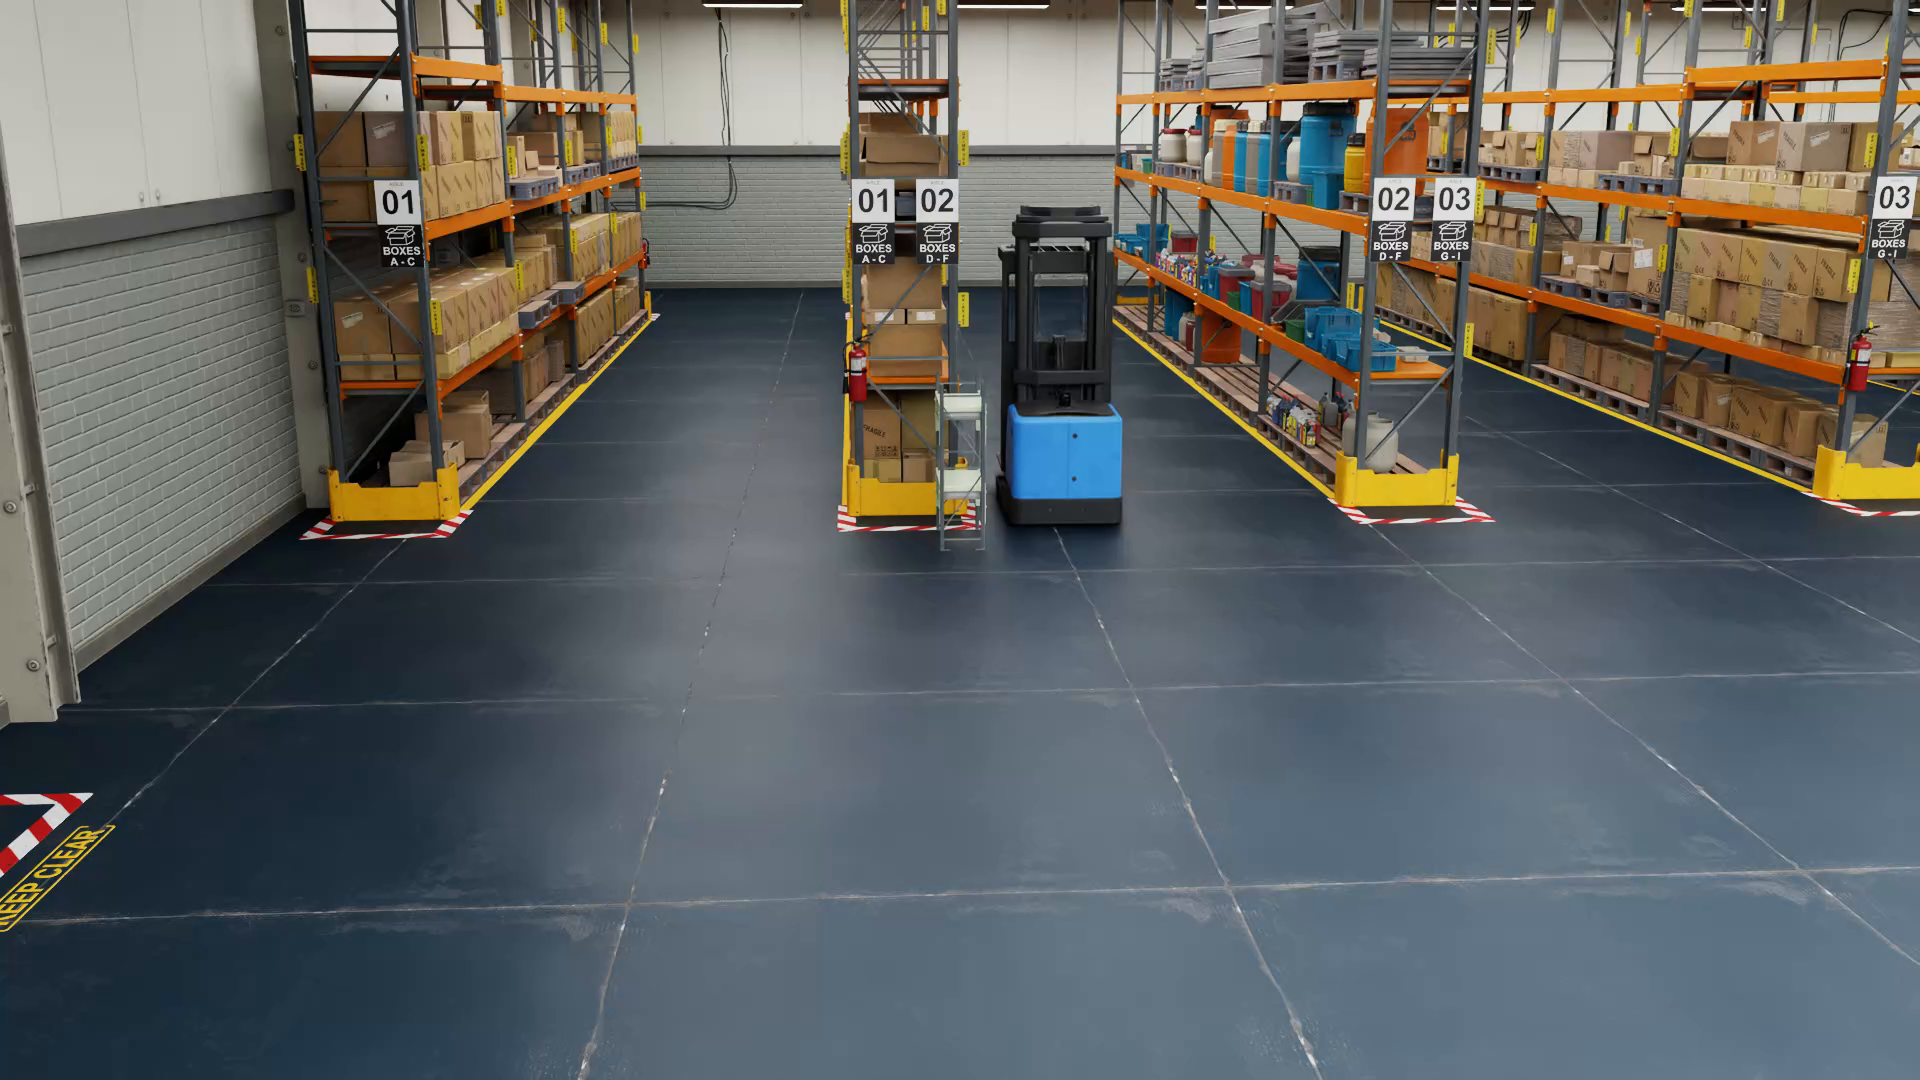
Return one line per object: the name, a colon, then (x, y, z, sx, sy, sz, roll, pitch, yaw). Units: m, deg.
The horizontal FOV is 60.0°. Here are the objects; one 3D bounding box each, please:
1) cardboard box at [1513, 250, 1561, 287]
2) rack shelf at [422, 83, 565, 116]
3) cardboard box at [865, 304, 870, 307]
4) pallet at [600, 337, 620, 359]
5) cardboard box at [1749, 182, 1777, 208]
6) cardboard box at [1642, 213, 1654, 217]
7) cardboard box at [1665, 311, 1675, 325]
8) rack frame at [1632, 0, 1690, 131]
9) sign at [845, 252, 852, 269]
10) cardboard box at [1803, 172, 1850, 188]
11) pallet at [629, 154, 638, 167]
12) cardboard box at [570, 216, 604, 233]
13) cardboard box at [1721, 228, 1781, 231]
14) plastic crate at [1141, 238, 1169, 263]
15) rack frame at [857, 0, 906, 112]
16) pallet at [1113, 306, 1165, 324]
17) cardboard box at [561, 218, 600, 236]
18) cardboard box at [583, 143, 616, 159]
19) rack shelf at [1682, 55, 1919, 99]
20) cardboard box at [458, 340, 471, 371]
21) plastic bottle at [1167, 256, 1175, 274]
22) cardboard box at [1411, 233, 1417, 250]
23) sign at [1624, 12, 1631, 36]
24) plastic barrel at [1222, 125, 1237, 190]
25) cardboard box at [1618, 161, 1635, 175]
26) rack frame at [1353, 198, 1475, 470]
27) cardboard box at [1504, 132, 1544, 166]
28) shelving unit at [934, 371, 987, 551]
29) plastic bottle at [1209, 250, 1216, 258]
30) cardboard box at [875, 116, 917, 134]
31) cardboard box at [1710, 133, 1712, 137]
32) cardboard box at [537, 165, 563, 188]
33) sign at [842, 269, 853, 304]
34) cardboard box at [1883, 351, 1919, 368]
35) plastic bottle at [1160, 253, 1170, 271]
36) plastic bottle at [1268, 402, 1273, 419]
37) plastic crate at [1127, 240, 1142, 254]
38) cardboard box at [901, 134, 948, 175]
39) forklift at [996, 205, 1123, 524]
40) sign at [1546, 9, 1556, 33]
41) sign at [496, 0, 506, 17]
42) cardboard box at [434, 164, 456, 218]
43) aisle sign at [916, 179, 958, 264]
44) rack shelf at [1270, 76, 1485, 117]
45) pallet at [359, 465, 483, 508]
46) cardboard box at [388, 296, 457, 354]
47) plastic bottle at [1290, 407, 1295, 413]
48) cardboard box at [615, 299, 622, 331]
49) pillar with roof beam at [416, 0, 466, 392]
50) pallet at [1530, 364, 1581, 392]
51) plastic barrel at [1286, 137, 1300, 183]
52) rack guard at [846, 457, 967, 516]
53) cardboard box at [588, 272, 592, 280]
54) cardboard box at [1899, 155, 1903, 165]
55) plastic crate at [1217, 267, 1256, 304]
cardboard box: (8.592, -4.049, 24.767, 0.500, 0.500, 0.500, 0, 14, -2)
rack shelf: (-5.838, -5.518, 20.884, 1.077, 0.370, 4.000, -1, 14, -3)
cardboard box: (-0.754, -2.260, 16.511, 0.380, 0.149, 0.250, -1, 14, -2)
pallet: (-6.086, -3.106, 26.898, 1.003, 0.211, 1.213, -1, 14, -3)
cardboard box: (8.989, -3.765, 18.144, 0.500, 0.250, 0.500, -1, 14, -4)
cardboard box: (13.141, -5.867, 31.234, 0.500, 0.500, 0.500, -1, 14, -3)
cardboard box: (8.831, -2.707, 20.256, 0.380, 0.149, 0.250, -1, 14, -3)
rack frame: (13.331, -8.828, 31.502, 1.000, 3.000, 0.127, -1, 14, -3)
sign: (-1.311, -3.247, 19.684, 0.100, 0.325, 0.005, -1, 14, -3)
cardboard box: (8.972, -3.725, 17.187, 0.380, 0.149, 0.250, -1, 14, -3)
pallet: (-6.401, -6.867, 30.079, 1.003, 0.211, 1.213, -1, 14, -3)
cardboard box: (-5.903, -4.973, 26.216, 0.500, 0.250, 0.500, -1, 14, -2)
cardboard box: (9.420, -3.456, 19.858, 0.500, 0.500, 0.500, -1, 14, -3)
plastic crate: (3.309, -4.932, 28.312, 0.392, 0.384, 0.575, -1, 14, -3)
rack frame: (-1.513, -8.625, 30.712, 1.000, 3.000, 0.127, -1, 14, -3)
pallet: (3.443, -4.239, 31.301, 1.003, 0.211, 1.213, -1, 14, -3)
cardboard box: (-5.872, -4.846, 25.723, 0.500, 0.250, 0.500, -1, 14, -2)
cardboard box: (-5.989, -6.455, 27.556, 0.500, 0.250, 0.500, -1, 14, -4)
rack shelf: (9.241, -4.945, 17.860, 1.077, 0.370, 4.000, -1, 14, -3)
cardboard box: (-5.226, -1.855, 16.701, 0.500, 0.250, 0.500, -1, 14, -5)
plastic bottle: (3.384, -4.389, 26.537, 0.152, 0.276, 0.135, -1, 14, -3)
cardboard box: (8.266, -5.309, 29.570, 0.500, 0.250, 0.500, -1, 14, -2)
sign: (9.411, -7.289, 23.485, 0.100, 0.325, 0.005, -1, 14, -3)
plastic barrel: (3.801, -5.096, 22.154, 0.600, 0.830, 0.708, -1, 14, -3)
cardboard box: (8.902, -4.895, 21.860, 0.380, 0.166, 0.250, -1, 14, -5)
rack frame: (4.422, -1.816, 16.287, 1.000, 3.000, 0.127, -1, 14, -3)
cardboard box: (8.619, -5.950, 25.293, 0.500, 0.500, 0.500, 0, 14, 0)
shelving unit: (0.000, -0.725, 15.057, 0.431, 1.500, 0.755, -1, 14, -3)
plastic bottle: (4.073, -4.507, 26.845, 0.144, 0.351, 0.185, -1, 14, -3)
cardboard box: (-0.769, -4.836, 19.958, 0.500, 0.500, 0.500, -1, 14, -3)
cardboard box: (13.304, -7.010, 28.952, 0.380, 0.149, 0.250, 0, 14, -1)
cardboard box: (-5.648, -4.897, 22.381, 0.500, 0.311, 0.500, -1, 14, -3)
sign: (-1.065, -2.411, 15.801, 0.100, 0.325, 0.005, -1, 14, -3)
cardboard box: (9.586, -1.845, 16.905, 0.380, 0.149, 0.250, -1, 14, -3)
plastic bottle: (3.350, -4.528, 27.078, 0.152, 0.276, 0.135, -1, 14, -3)
plastic bottle: (3.763, -1.557, 20.015, 0.097, 0.201, 0.097, 0, 14, 0)
plastic crate: (3.218, -5.274, 29.945, 0.416, 0.233, 0.300, -1, 14, -3)
cardboard box: (-0.352, -3.930, 17.159, 0.500, 0.500, 0.500, -1, 14, -3)
forklift: (0.944, -1.876, 16.661, 1.130, 2.935, 3.031, -1, 14, -2)
sign: (8.316, -7.307, 23.397, 0.100, 0.325, 0.005, -1, 14, -3)
sign: (-5.171, -6.057, 18.700, 0.100, 0.325, 0.005, -1, 14, -3)
cardboard box: (-5.235, -3.395, 16.164, 0.500, 0.500, 0.500, 0, 14, 0)
aisle sign: (-0.212, -2.988, 15.625, 0.394, 0.787, 0.004, -1, 14, -3)
rack shelf: (4.298, -4.676, 17.612, 1.077, 0.370, 4.000, -1, 14, -3)
pallet: (-5.486, -0.534, 16.901, 1.003, 0.211, 1.213, -1, 14, -3)
cardboard box: (-5.196, -2.086, 16.095, 0.500, 0.500, 0.500, -1, 14, -3)
plastic bottle: (3.868, -1.412, 19.311, 0.097, 0.271, 0.097, 0, 14, 0)
cardboard box: (-6.154, -3.828, 28.280, 0.700, 0.500, 0.500, -1, 14, -3)
pillar with roof beam: (-2.448, -6.288, 21.628, 9.100, 9.000, 0.400, -1, 14, -3)
pallet: (8.917, -2.337, 23.909, 1.003, 0.211, 1.213, -1, 14, -3)
plastic barrel: (4.005, -4.411, 19.286, 0.421, 0.512, 0.421, 0, 14, 0)
rack guard: (-0.521, -0.524, 16.282, 1.175, 0.500, 0.348, -1, 14, -3)
cardboard box: (-5.866, -4.073, 25.523, 0.380, 0.149, 0.250, 0, 14, -2)
cardboard box: (13.688, -5.431, 23.777, 0.380, 0.149, 0.250, -1, 15, -6)
plastic crate: (3.721, -3.430, 22.432, 0.402, 0.464, 0.583, -1, 14, -3)
